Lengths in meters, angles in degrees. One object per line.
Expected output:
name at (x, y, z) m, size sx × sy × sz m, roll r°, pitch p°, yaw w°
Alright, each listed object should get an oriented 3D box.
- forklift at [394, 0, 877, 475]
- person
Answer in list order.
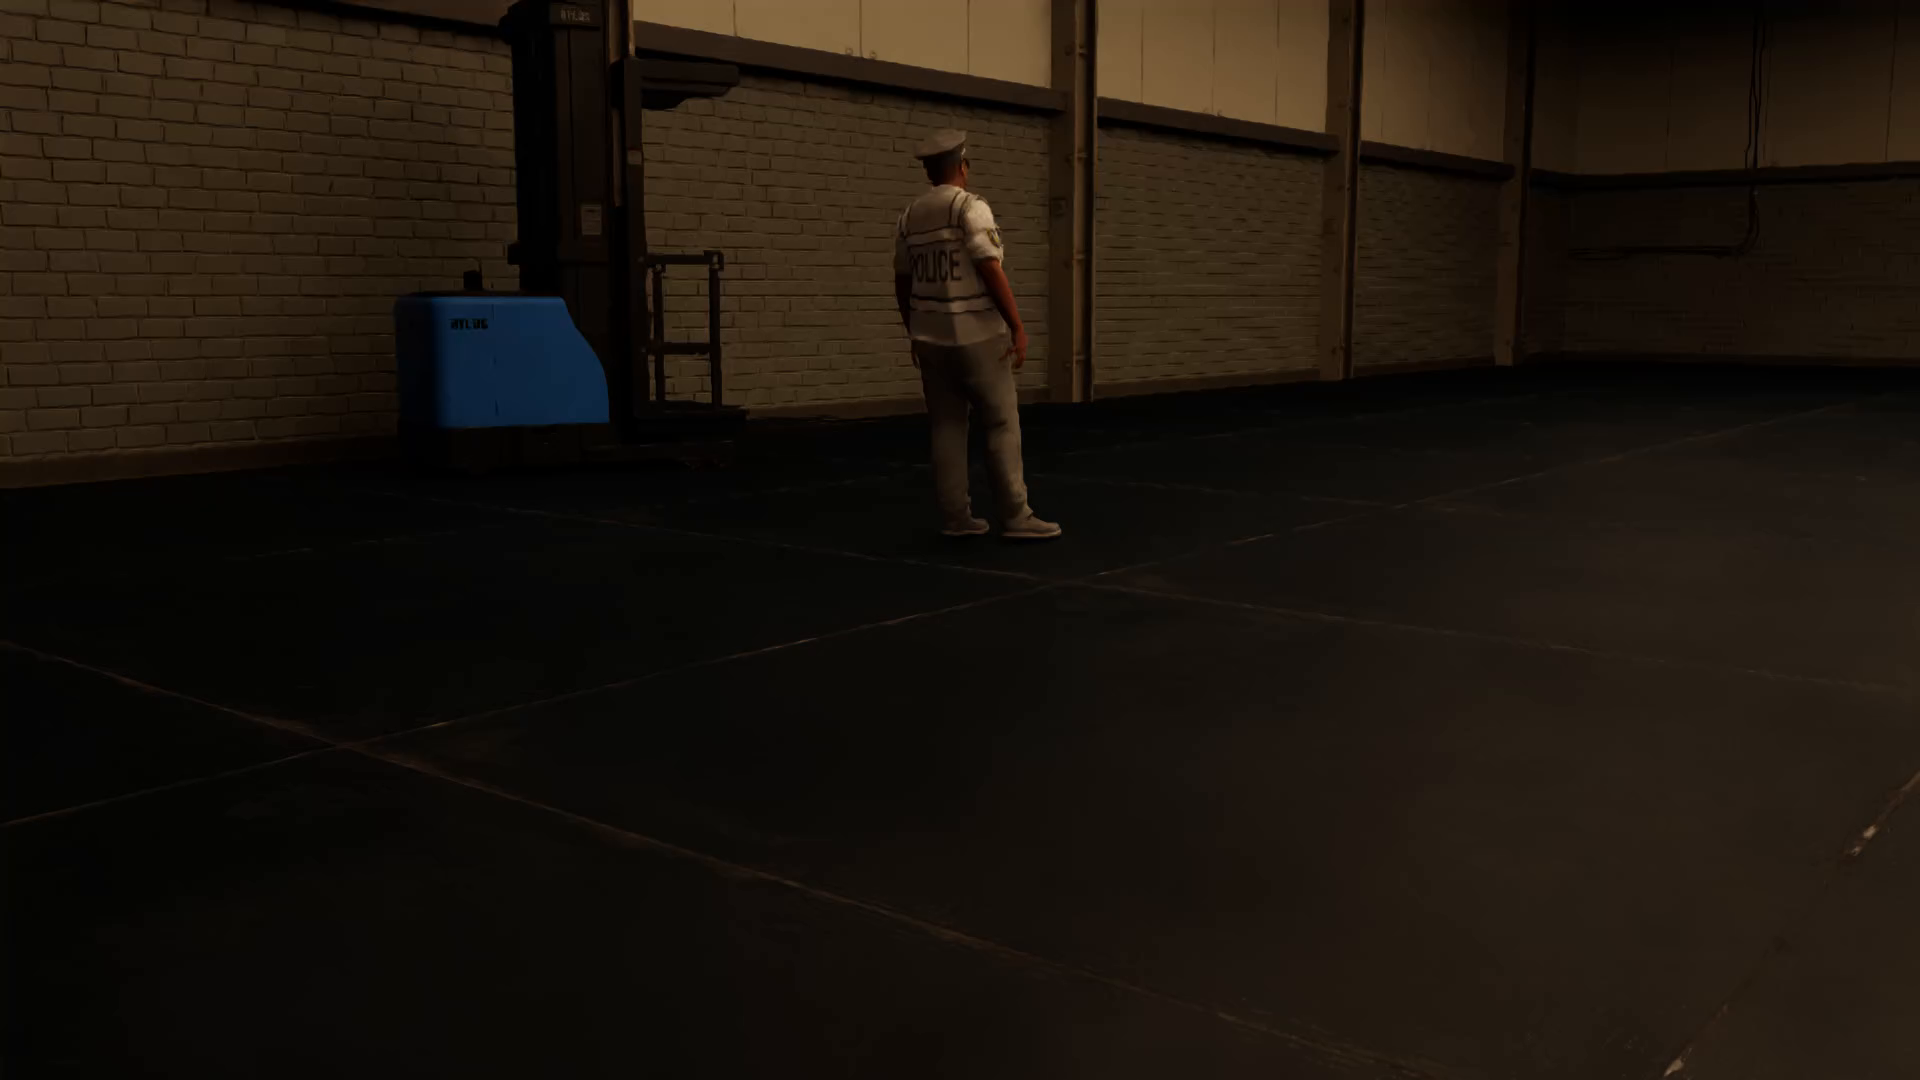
forklift at (-2.035, -1.969, 10.739) m, size 3.031 × 2.935 × 1.130 m, roll -5°, pitch 10°, yaw -31°
person at (0.058, -0.897, 7.327) m, size 0.640 × 1.781 × 0.574 m, roll 7°, pitch 11°, yaw 38°
